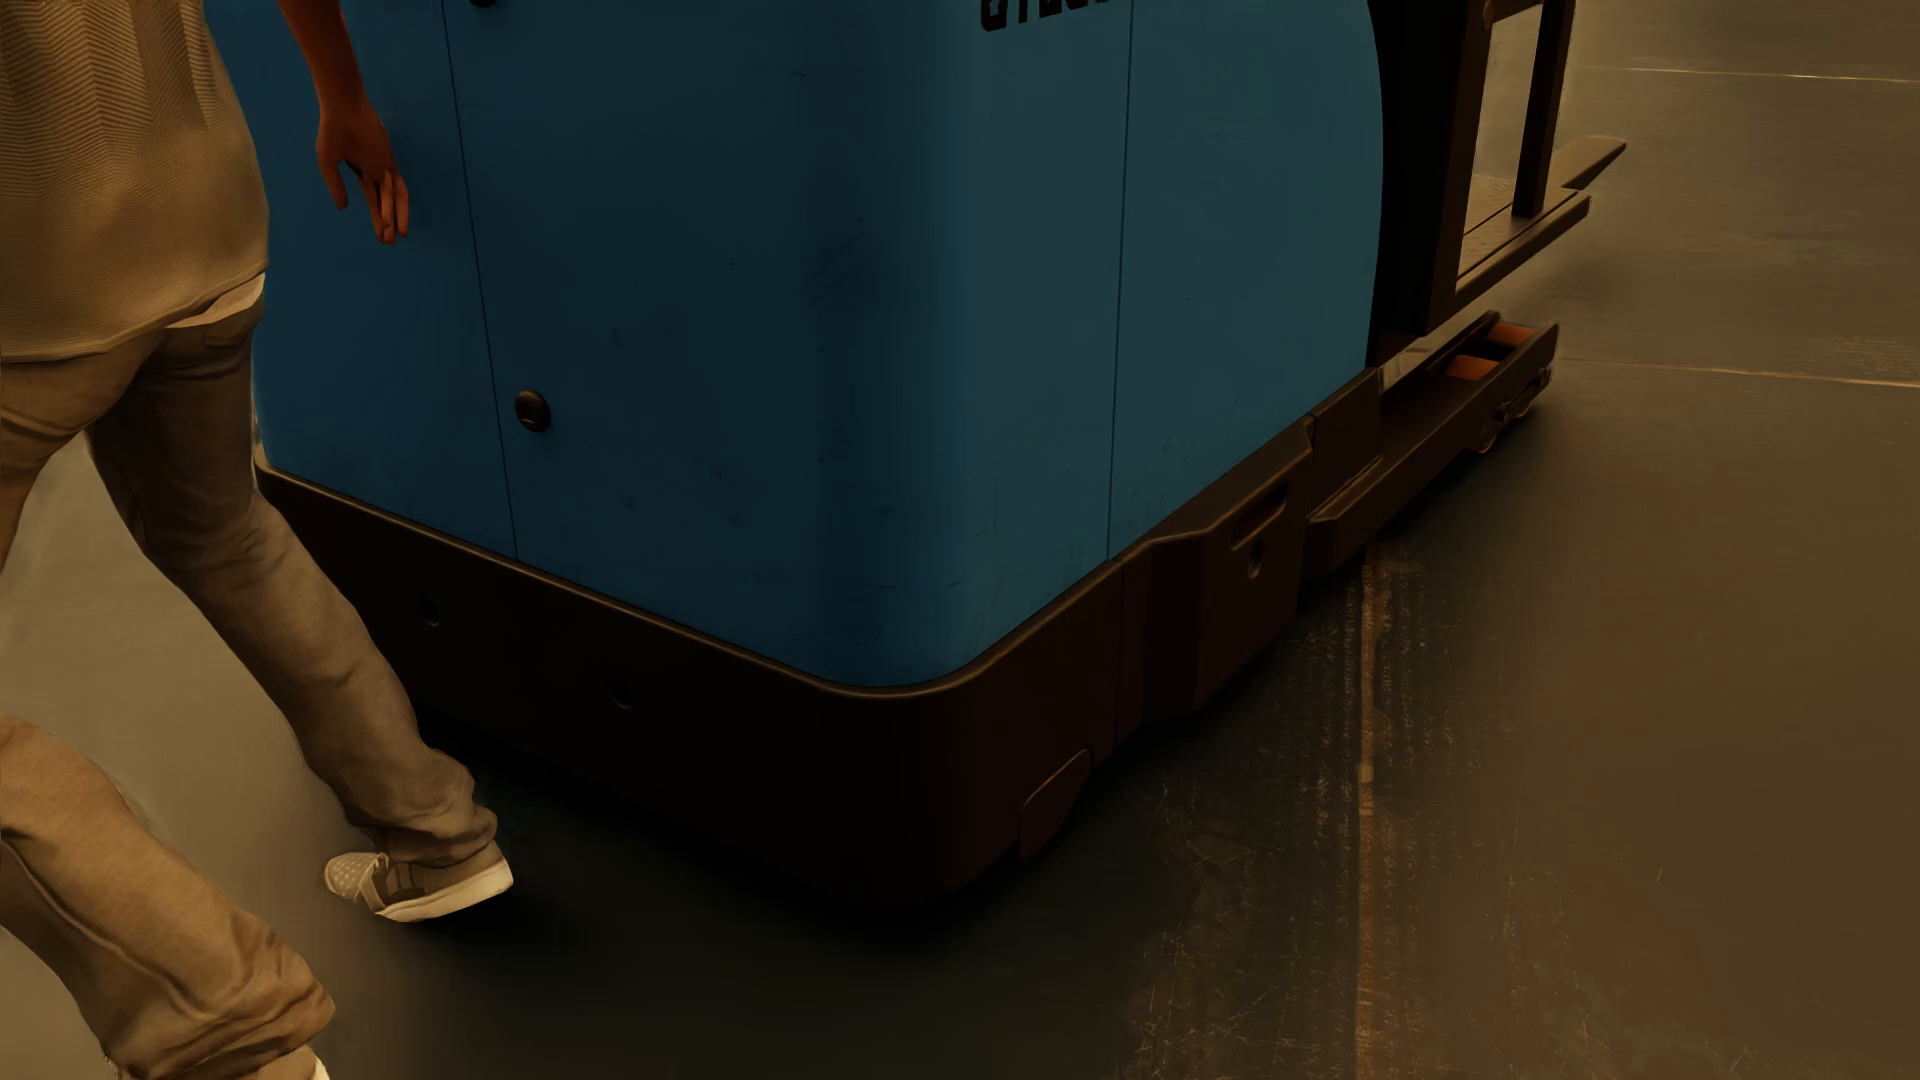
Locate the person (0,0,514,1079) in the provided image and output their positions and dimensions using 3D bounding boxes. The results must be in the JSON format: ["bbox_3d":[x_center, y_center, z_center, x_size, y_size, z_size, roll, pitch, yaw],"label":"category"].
[{"bbox_3d":[-0.671,-0.229,1.322,0.359,1.569,0.683,8,28,16],"label":"person"}]

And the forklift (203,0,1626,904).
[{"bbox_3d":[0.392,-1.562,2.342,1.130,2.935,3.031,17,32,31],"label":"forklift"}]
